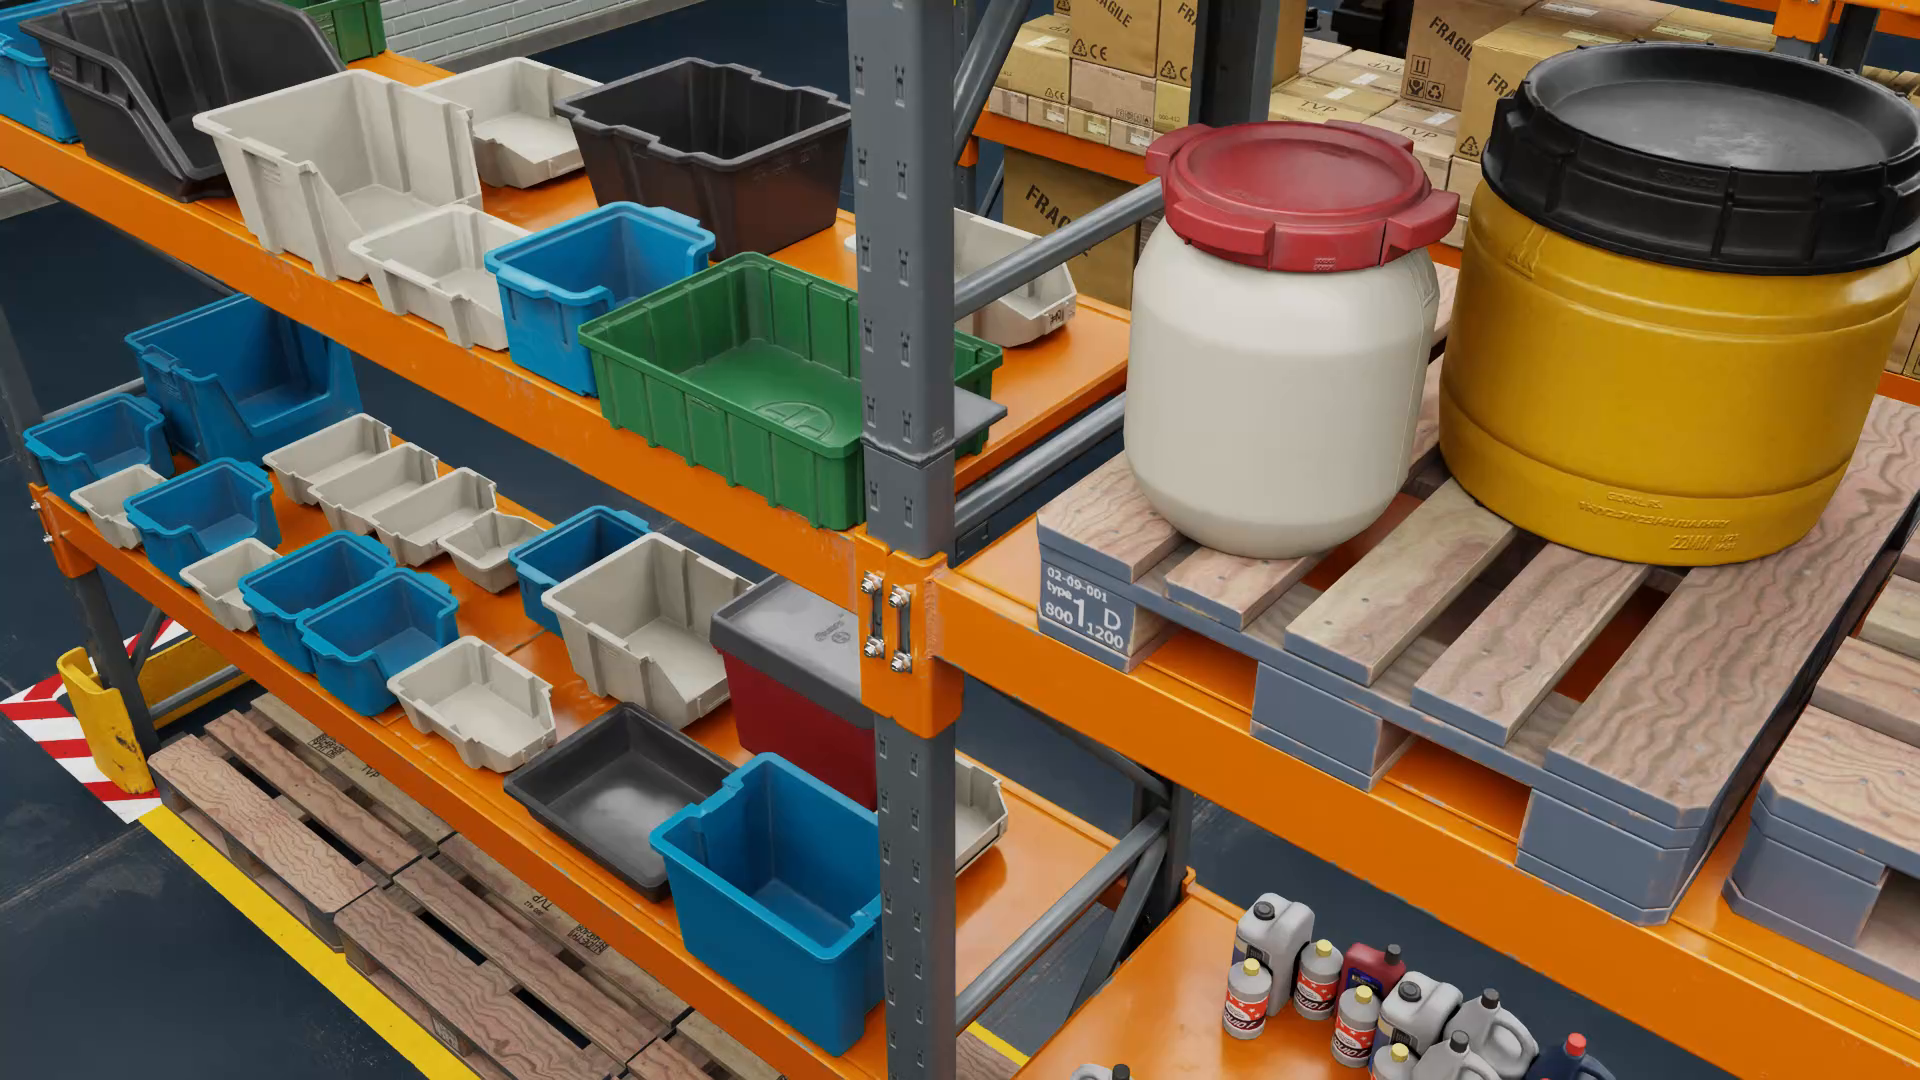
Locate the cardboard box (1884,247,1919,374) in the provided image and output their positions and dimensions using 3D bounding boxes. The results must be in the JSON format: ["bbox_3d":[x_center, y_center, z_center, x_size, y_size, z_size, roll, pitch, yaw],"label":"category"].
[{"bbox_3d":[3.571,-1.035,6.519,0.500,0.500,0.500,25,42,32],"label":"cardboard box"}]

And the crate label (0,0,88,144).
[{"bbox_3d":[-2.363,-1.263,4.421,0.502,0.251,0.408,25,42,32],"label":"crate label"}]

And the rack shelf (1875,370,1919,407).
[{"bbox_3d":[4.914,-0.248,6.097,4.000,0.370,1.077,25,42,32],"label":"rack shelf"}]

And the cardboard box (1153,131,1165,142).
[{"bbox_3d":[1.156,-1.971,8.192,0.250,0.149,0.380,24,41,31],"label":"cardboard box"}]

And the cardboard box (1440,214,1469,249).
[{"bbox_3d":[2.341,-1.413,7.379,0.250,0.149,0.380,26,42,33],"label":"cardboard box"}]

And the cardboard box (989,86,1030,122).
[{"bbox_3d":[0.365,-2.342,8.732,0.250,0.149,0.380,26,42,32],"label":"cardboard box"}]

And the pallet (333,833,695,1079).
[{"bbox_3d":[-1.323,1.344,5.606,1.213,0.211,1.003,25,42,32],"label":"pallet"}]

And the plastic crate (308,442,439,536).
[{"bbox_3d":[-1.910,-0.151,5.500,0.243,0.136,0.396,25,42,32],"label":"plastic crate"}]

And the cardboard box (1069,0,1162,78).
[{"bbox_3d":[0.884,-2.615,8.116,0.500,0.500,0.500,24,41,31],"label":"cardboard box"}]

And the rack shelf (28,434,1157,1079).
[{"bbox_3d":[-1.329,0.458,5.069,4.000,0.370,1.077,25,42,32],"label":"rack shelf"}]

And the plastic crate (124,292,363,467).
[{"bbox_3d":[-2.489,-0.562,5.835,0.499,0.435,0.616,25,42,32],"label":"plastic crate"}]

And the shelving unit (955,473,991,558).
[{"bbox_3d":[-0.127,-0.555,7.498,0.503,1.200,0.258,25,42,32],"label":"shelving unit"}]

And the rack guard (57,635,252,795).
[{"bbox_3d":[-2.892,0.465,6.632,0.348,0.500,1.175,25,42,32],"label":"rack guard"}]

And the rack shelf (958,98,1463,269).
[{"bbox_3d":[1.840,-1.697,8.206,4.000,0.370,1.077,25,42,32],"label":"rack shelf"}]

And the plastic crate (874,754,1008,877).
[{"bbox_3d":[-0.058,0.739,4.204,0.243,0.136,0.396,25,42,32],"label":"plastic crate"}]

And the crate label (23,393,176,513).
[{"bbox_3d":[-2.887,-0.286,5.611,0.303,0.233,0.416,25,42,32],"label":"crate label"}]

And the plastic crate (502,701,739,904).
[{"bbox_3d":[-0.824,0.686,4.291,0.590,0.125,0.437,25,42,32],"label":"plastic crate"}]

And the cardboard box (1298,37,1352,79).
[{"bbox_3d":[1.626,-2.350,8.392,0.500,0.250,0.500,24,41,30],"label":"cardboard box"}]

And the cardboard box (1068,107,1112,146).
[{"bbox_3d":[0.760,-2.157,8.463,0.250,0.149,0.380,24,41,31],"label":"cardboard box"}]

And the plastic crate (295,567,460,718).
[{"bbox_3d":[-1.644,0.300,4.759,0.300,0.233,0.416,25,42,32],"label":"plastic crate"}]

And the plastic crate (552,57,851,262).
[{"bbox_3d":[-0.571,-0.866,3.827,0.590,0.269,0.497,25,42,32],"label":"plastic crate"}]

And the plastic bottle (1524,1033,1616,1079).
[{"bbox_3d":[1.266,1.164,3.449,0.185,0.351,0.144,25,42,32],"label":"plastic bottle"}]

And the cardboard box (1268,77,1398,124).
[{"bbox_3d":[1.691,-1.931,7.782,0.500,0.250,0.500,24,41,31],"label":"cardboard box"}]

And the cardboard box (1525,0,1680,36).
[{"bbox_3d":[2.799,-2.105,7.373,0.500,0.500,0.500,25,42,32],"label":"cardboard box"}]

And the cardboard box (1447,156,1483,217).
[{"bbox_3d":[2.471,-1.562,7.244,0.500,0.250,0.500,27,43,33],"label":"cardboard box"}]

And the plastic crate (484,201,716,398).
[{"bbox_3d":[-0.696,-0.472,3.286,0.300,0.233,0.416,25,42,32],"label":"plastic crate"}]

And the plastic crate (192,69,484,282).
[{"bbox_3d":[-1.360,-0.813,3.740,0.530,0.282,0.437,25,42,32],"label":"plastic crate"}]

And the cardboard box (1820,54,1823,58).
[{"bbox_3d":[5.738,-3.256,11.464,0.250,0.149,0.380,26,42,33],"label":"cardboard box"}]

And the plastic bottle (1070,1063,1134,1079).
[{"bbox_3d":[0.303,1.190,3.412,0.185,0.351,0.144,25,42,32],"label":"plastic bottle"}]

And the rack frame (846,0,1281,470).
[{"bbox_3d":[0.208,-1.587,2.112,0.127,3.000,1.000,25,42,32],"label":"rack frame"}]

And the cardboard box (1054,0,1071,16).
[{"bbox_3d":[0.846,-3.025,8.713,0.500,0.500,0.500,26,42,32],"label":"cardboard box"}]

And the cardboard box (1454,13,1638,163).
[{"bbox_3d":[2.471,-1.872,7.034,0.500,0.500,0.500,26,42,32],"label":"cardboard box"}]

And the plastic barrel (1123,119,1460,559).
[{"bbox_3d":[0.452,-0.280,2.367,0.433,0.535,0.433,0,34,0],"label":"plastic barrel"}]

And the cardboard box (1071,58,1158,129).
[{"bbox_3d":[0.903,-2.302,8.322,0.500,0.250,0.500,25,41,31],"label":"cardboard box"}]

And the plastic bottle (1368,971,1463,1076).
[{"bbox_3d":[0.999,1.072,3.649,0.135,0.276,0.152,25,42,32],"label":"plastic bottle"}]

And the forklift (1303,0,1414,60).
[{"bbox_3d":[3.067,-3.140,9.734,3.031,2.935,1.130,24,41,31],"label":"forklift"}]

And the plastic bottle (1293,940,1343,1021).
[{"bbox_3d":[0.825,1.000,3.819,0.097,0.201,0.097,0,34,0],"label":"plastic bottle"}]

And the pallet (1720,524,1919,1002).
[{"bbox_3d":[1.747,0.378,2.067,1.213,0.211,1.003,25,42,32],"label":"pallet"}]

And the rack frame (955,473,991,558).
[{"bbox_3d":[0.060,-0.466,7.369,0.015,1.200,0.240,25,42,32],"label":"rack frame"}]

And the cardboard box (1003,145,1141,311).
[{"bbox_3d":[0.846,-1.818,9.253,0.875,0.875,0.875,25,42,32],"label":"cardboard box"}]

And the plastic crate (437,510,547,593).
[{"bbox_3d":[-1.441,0.038,5.224,0.250,0.136,0.298,25,42,32],"label":"plastic crate"}]

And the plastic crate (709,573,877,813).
[{"bbox_3d":[-0.317,0.402,4.405,0.583,0.464,0.402,25,42,32],"label":"plastic crate"}]

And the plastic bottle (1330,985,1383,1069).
[{"bbox_3d":[0.888,1.075,3.711,0.097,0.201,0.097,0,34,0],"label":"plastic bottle"}]

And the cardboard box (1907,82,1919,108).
[{"bbox_3d":[3.874,-1.496,6.304,0.637,0.503,0.797,24,41,31],"label":"cardboard box"}]

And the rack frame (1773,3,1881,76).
[{"bbox_3d":[3.377,-1.269,6.948,0.127,3.000,1.000,25,42,32],"label":"rack frame"}]

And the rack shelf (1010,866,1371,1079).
[{"bbox_3d":[1.745,1.907,2.959,4.000,0.370,1.077,25,42,32],"label":"rack shelf"}]

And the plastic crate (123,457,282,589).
[{"bbox_3d":[-2.381,-0.047,5.264,0.300,0.233,0.416,25,42,32],"label":"plastic crate"}]

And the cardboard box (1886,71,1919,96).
[{"bbox_3d":[6.323,-2.974,11.052,0.250,0.149,0.380,28,43,34],"label":"cardboard box"}]

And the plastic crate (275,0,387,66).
[{"bbox_3d":[-1.925,-1.479,4.791,0.336,0.188,0.450,25,42,32],"label":"plastic crate"}]
